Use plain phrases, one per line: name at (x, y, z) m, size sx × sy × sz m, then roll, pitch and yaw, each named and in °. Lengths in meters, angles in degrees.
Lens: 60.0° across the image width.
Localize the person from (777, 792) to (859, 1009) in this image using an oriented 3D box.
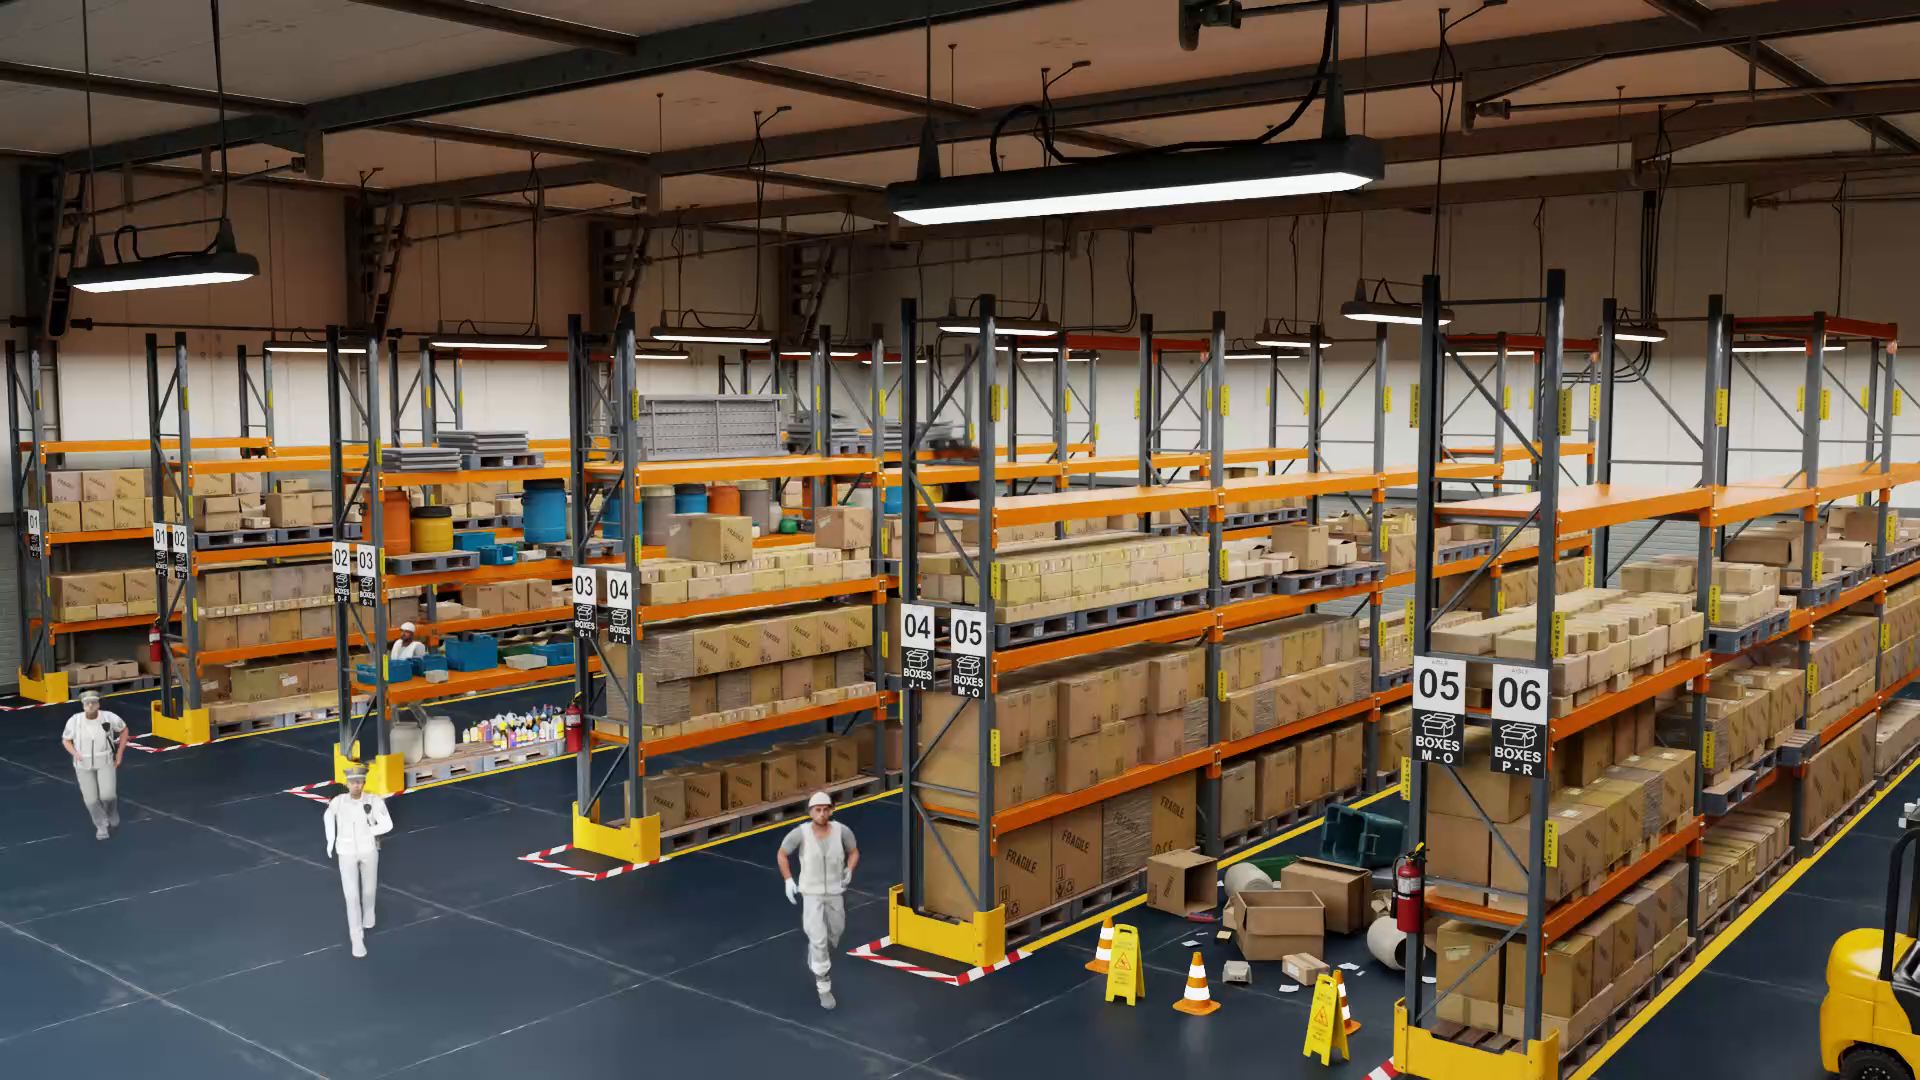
person at (-1.191, 3.024, 14.220) m, size 0.695 × 1.782 × 0.791 m, roll -2°, pitch 5°, yaw -19°

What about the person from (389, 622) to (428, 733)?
person at (-8.108, 2.103, 24.340) m, size 0.690 × 1.816 × 0.809 m, roll 1°, pitch 5°, yaw 16°

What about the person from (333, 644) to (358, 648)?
person at (-10.878, 1.758, 29.436) m, size 0.575 × 1.519 × 0.516 m, roll 2°, pitch 5°, yaw 19°

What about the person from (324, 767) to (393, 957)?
person at (-5.578, 2.907, 15.441) m, size 0.608 × 1.684 × 0.942 m, roll -2°, pitch 5°, yaw -18°

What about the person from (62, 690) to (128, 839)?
person at (-9.951, 2.582, 19.141) m, size 0.671 × 1.742 × 0.559 m, roll -2°, pitch 6°, yaw -22°
